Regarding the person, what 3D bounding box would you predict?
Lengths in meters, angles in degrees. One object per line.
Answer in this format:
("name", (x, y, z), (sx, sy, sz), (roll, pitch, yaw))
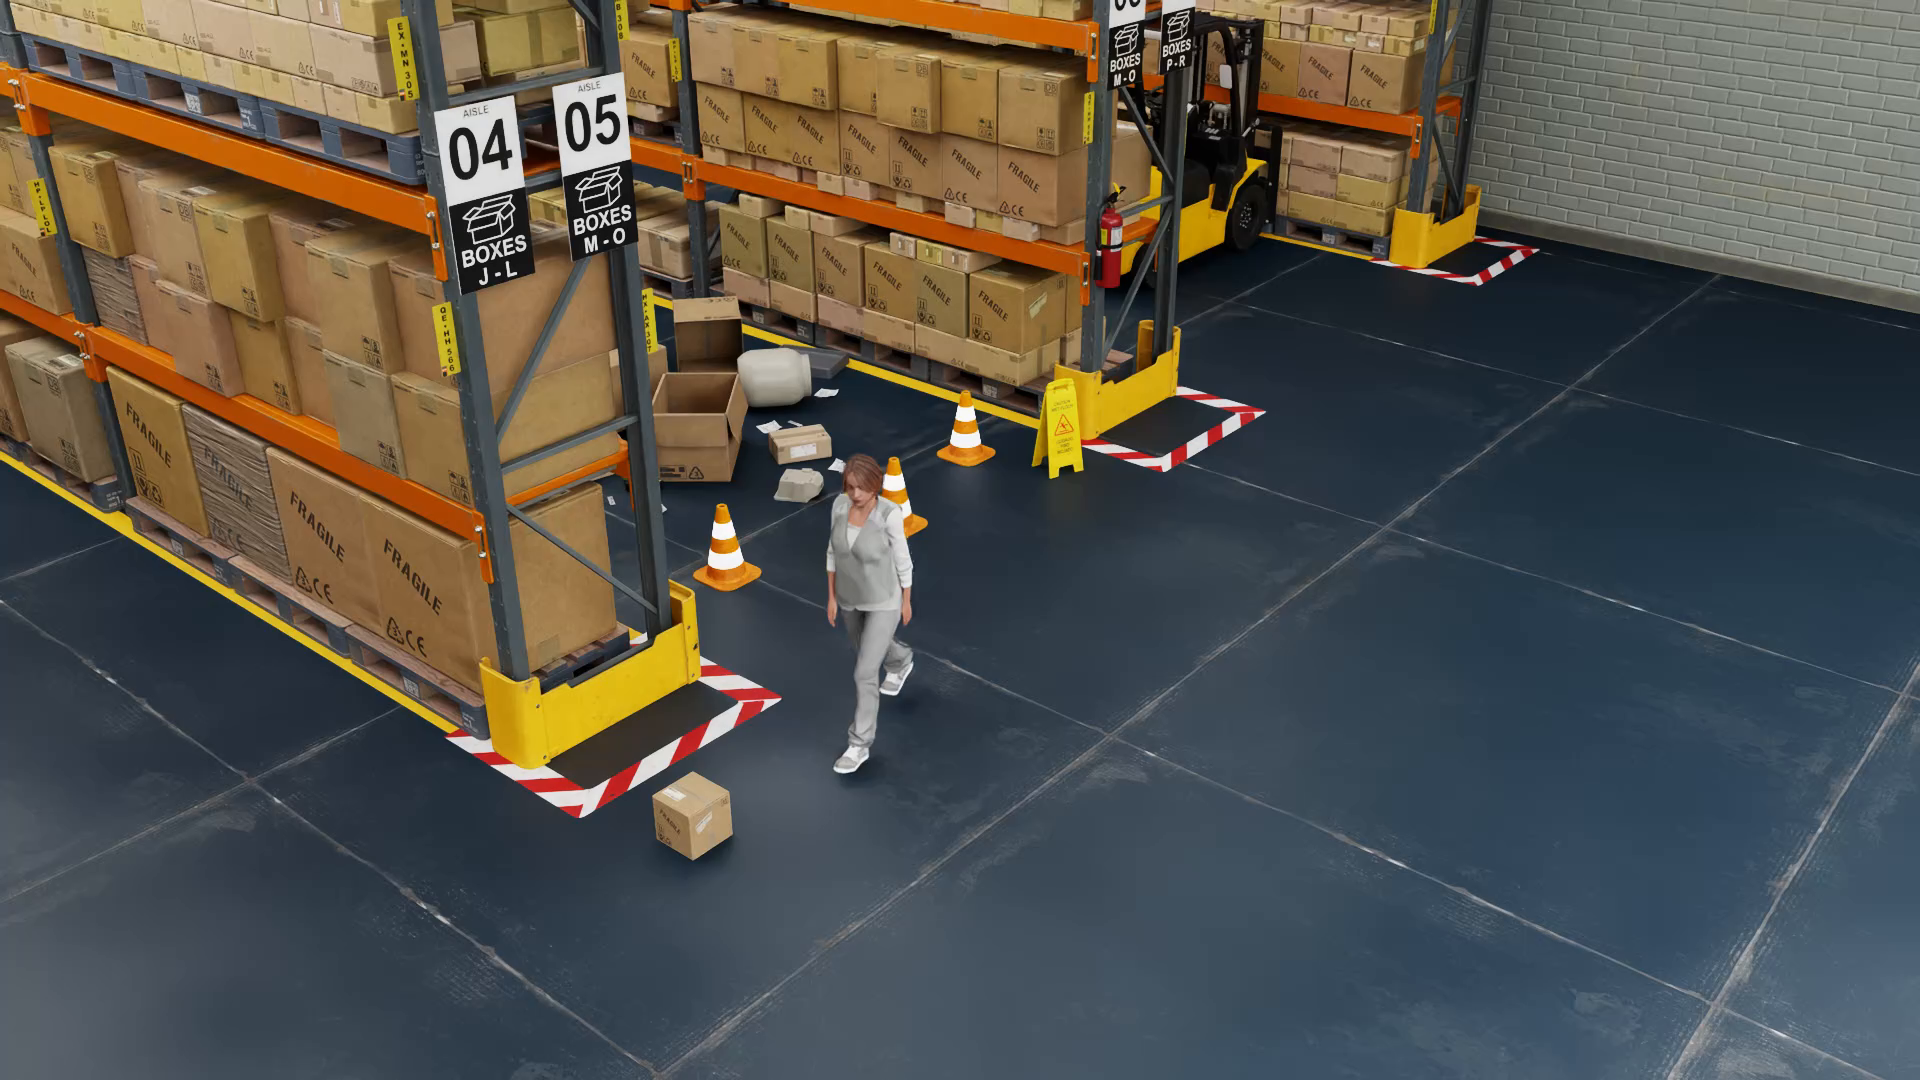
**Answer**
("person", (-0.431, 0.275, 8.091), (0.417, 1.559, 0.901), (16, 32, 28))
